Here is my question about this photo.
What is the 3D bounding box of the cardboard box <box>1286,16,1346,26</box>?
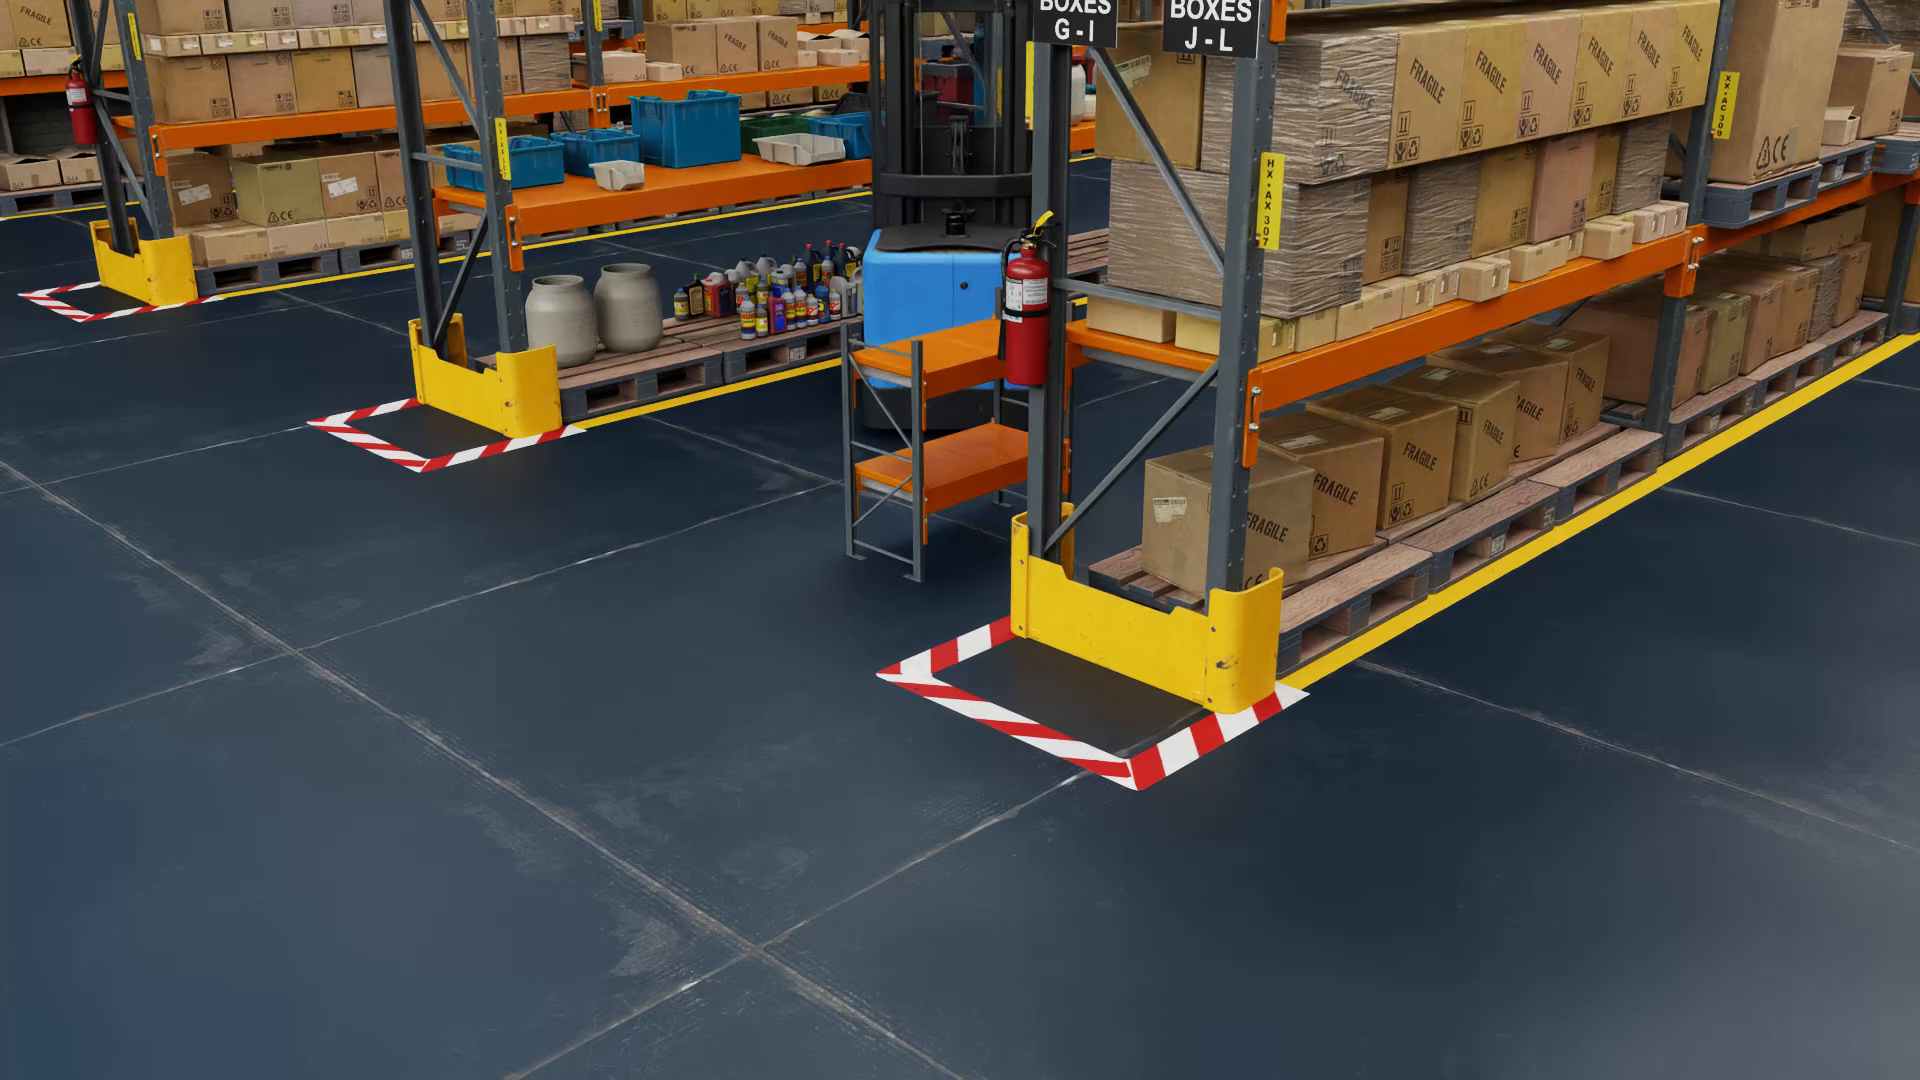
[{"bbox_3d":[1.225,-1.881,6.841,0.500,0.500,0.500,19,28,41],"label":"cardboard box"}]

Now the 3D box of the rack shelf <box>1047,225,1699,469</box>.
[{"bbox_3d":[2.069,-1.074,7.691,1.077,0.370,4.000,19,28,41],"label":"rack shelf"}]

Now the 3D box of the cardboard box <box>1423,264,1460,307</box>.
[{"bbox_3d":[1.911,-1.115,7.145,0.380,0.149,0.250,19,28,41],"label":"cardboard box"}]

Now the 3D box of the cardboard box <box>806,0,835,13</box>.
[{"bbox_3d":[-2.092,-7.579,23.031,0.500,0.500,0.500,20,28,41],"label":"cardboard box"}]

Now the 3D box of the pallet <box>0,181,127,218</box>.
[{"bbox_3d":[-9.328,-3.533,16.972,1.003,0.211,1.213,19,28,41],"label":"pallet"}]

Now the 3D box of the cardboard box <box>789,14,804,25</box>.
[{"bbox_3d":[-2.367,-7.179,22.894,0.380,0.149,0.250,19,28,41],"label":"cardboard box"}]

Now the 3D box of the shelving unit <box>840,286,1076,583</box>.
[{"bbox_3d":[0.005,-0.527,7.877,0.538,1.125,1.048,19,28,41],"label":"shelving unit"}]

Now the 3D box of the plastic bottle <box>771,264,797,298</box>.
[{"bbox_3d":[-1.250,-1.806,11.775,0.152,0.276,0.135,19,28,41],"label":"plastic bottle"}]

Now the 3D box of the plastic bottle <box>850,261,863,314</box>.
[{"bbox_3d":[-0.687,-1.763,11.558,0.144,0.351,0.185,19,28,40],"label":"plastic bottle"}]

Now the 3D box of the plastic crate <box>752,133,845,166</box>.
[{"bbox_3d":[-1.036,-2.560,10.921,0.530,0.136,0.437,19,28,41],"label":"plastic crate"}]

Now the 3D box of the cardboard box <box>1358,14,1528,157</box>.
[{"bbox_3d":[1.954,-1.877,6.829,0.500,0.500,0.500,19,28,41],"label":"cardboard box"}]

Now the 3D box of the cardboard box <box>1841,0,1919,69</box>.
[{"bbox_3d":[6.776,-3.651,11.855,0.637,0.503,0.797,-19,28,-40],"label":"cardboard box"}]

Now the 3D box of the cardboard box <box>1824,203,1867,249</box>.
[{"bbox_3d":[5.809,-2.161,11.342,0.500,0.250,0.500,-19,28,-40],"label":"cardboard box"}]

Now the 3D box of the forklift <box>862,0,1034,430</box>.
[{"bbox_3d":[0.008,-2.475,10.428,1.130,2.935,3.031,1,21,2],"label":"forklift"}]

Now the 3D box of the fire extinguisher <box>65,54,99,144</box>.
[{"bbox_3d":[-6.837,-3.426,12.915,0.296,0.674,0.183,19,28,41],"label":"fire extinguisher"}]

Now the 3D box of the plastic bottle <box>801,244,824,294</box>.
[{"bbox_3d":[-1.077,-1.980,12.125,0.144,0.351,0.185,18,27,38],"label":"plastic bottle"}]

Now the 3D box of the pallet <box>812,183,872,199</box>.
[{"bbox_3d":[-1.443,-3.929,18.003,1.003,0.211,1.213,19,28,41],"label":"pallet"}]

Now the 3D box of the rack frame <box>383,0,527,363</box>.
[{"bbox_3d":[-2.875,-2.135,9.450,1.000,3.000,0.127,19,28,41],"label":"rack frame"}]

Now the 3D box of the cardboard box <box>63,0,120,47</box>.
[{"bbox_3d":[-8.708,-5.208,16.579,0.500,0.500,0.500,18,27,39],"label":"cardboard box"}]

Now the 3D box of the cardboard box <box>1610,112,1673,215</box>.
[{"bbox_3d":[3.106,-2.009,8.568,0.875,0.500,0.500,19,28,41],"label":"cardboard box"}]

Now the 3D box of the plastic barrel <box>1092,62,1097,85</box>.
[{"bbox_3d":[1.252,-3.607,13.088,0.433,0.535,0.433,0,21,0],"label":"plastic barrel"}]

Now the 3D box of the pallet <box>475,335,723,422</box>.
[{"bbox_3d":[-2.285,-1.073,10.571,1.003,0.211,1.213,19,28,41],"label":"pallet"}]

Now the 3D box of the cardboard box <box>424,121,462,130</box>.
[{"bbox_3d":[-6.357,-5.021,19.827,0.700,0.500,0.500,19,28,40],"label":"cardboard box"}]

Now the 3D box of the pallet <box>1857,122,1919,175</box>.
[{"bbox_3d":[5.834,-2.653,11.063,1.213,0.211,1.003,19,28,41],"label":"pallet"}]

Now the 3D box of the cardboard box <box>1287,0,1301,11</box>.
[{"bbox_3d":[4.263,-7.218,22.534,0.500,0.500,0.500,20,28,41],"label":"cardboard box"}]

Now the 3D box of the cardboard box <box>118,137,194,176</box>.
[{"bbox_3d":[-8.481,-4.132,17.514,0.700,0.500,0.500,17,27,37],"label":"cardboard box"}]

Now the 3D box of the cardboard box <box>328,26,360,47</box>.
[{"bbox_3d":[-5.096,-4.104,13.528,0.380,0.149,0.250,19,28,40],"label":"cardboard box"}]

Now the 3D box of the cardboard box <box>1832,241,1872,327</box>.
[{"bbox_3d":[5.801,-1.814,11.483,0.700,0.500,0.500,17,27,38],"label":"cardboard box"}]

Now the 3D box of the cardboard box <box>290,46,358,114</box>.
[{"bbox_3d":[-5.373,-3.802,13.646,0.700,0.500,0.500,19,28,41],"label":"cardboard box"}]

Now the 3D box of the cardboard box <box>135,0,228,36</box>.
[{"bbox_3d":[-6.050,-4.159,12.766,0.700,0.500,0.500,19,28,41],"label":"cardboard box"}]

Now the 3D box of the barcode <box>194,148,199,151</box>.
[{"bbox_3d":[-8.323,-4.232,18.109,0.001,0.075,0.075,19,28,41],"label":"barcode"}]

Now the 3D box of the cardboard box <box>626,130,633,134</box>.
[{"bbox_3d":[-3.195,-3.890,16.480,0.500,0.311,0.500,-19,28,-41],"label":"cardboard box"}]

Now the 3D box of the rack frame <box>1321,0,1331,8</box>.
[{"bbox_3d":[4.740,-7.489,23.378,1.000,3.000,0.127,19,28,41],"label":"rack frame"}]

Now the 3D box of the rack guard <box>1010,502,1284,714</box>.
[{"bbox_3d":[0.727,0.251,6.724,1.175,0.500,0.348,19,28,41],"label":"rack guard"}]

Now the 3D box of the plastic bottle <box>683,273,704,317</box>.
[{"bbox_3d":[-1.840,-1.689,11.462,0.133,0.283,0.061,-19,28,-41],"label":"plastic bottle"}]

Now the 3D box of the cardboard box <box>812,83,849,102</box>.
[{"bbox_3d":[-1.962,-6.693,23.717,0.750,0.750,0.750,20,28,41],"label":"cardboard box"}]

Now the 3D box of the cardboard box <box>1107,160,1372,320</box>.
[{"bbox_3d":[1.077,-1.216,6.503,0.875,0.500,0.500,19,28,41],"label":"cardboard box"}]

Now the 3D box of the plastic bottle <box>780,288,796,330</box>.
[{"bbox_3d":[-1.148,-1.543,11.099,0.097,0.271,0.097,0,21,0],"label":"plastic bottle"}]

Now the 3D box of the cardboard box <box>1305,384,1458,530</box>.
[{"bbox_3d":[1.964,-0.400,7.833,0.500,0.500,0.500,-17,27,-37],"label":"cardboard box"}]

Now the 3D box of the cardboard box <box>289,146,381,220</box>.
[{"bbox_3d":[-5.201,-2.982,13.853,0.500,0.500,0.500,19,28,41],"label":"cardboard box"}]

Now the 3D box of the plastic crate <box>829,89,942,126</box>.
[{"bbox_3d":[-0.541,-3.032,11.869,0.767,0.338,0.504,19,28,41],"label":"plastic crate"}]

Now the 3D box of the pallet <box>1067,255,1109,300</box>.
[{"bbox_3d":[0.435,-2.074,13.175,1.003,0.211,1.213,19,28,41],"label":"pallet"}]

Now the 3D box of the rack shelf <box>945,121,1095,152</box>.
[{"bbox_3d":[1.311,-3.342,13.591,1.077,0.370,4.000,19,28,41],"label":"rack shelf"}]

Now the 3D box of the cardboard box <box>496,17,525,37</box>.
[{"bbox_3d":[-4.022,-4.499,14.556,0.380,0.149,0.250,18,28,39],"label":"cardboard box"}]

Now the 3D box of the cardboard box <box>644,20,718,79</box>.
[{"bbox_3d":[-2.716,-4.780,16.190,0.500,0.500,0.500,-18,27,-38],"label":"cardboard box"}]

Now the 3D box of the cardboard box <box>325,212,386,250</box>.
[{"bbox_3d":[-5.193,-2.629,13.980,0.500,0.250,0.500,19,28,41],"label":"cardboard box"}]

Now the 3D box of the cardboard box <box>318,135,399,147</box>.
[{"bbox_3d":[-5.224,-3.240,14.525,0.500,0.500,0.500,19,28,41],"label":"cardboard box"}]

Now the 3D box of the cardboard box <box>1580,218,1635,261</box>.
[{"bbox_3d":[3.031,-1.475,8.081,0.380,0.149,0.250,19,28,41],"label":"cardboard box"}]

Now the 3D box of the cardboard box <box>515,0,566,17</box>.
[{"bbox_3d":[-3.936,-4.941,14.801,0.700,0.500,0.500,19,28,41],"label":"cardboard box"}]
